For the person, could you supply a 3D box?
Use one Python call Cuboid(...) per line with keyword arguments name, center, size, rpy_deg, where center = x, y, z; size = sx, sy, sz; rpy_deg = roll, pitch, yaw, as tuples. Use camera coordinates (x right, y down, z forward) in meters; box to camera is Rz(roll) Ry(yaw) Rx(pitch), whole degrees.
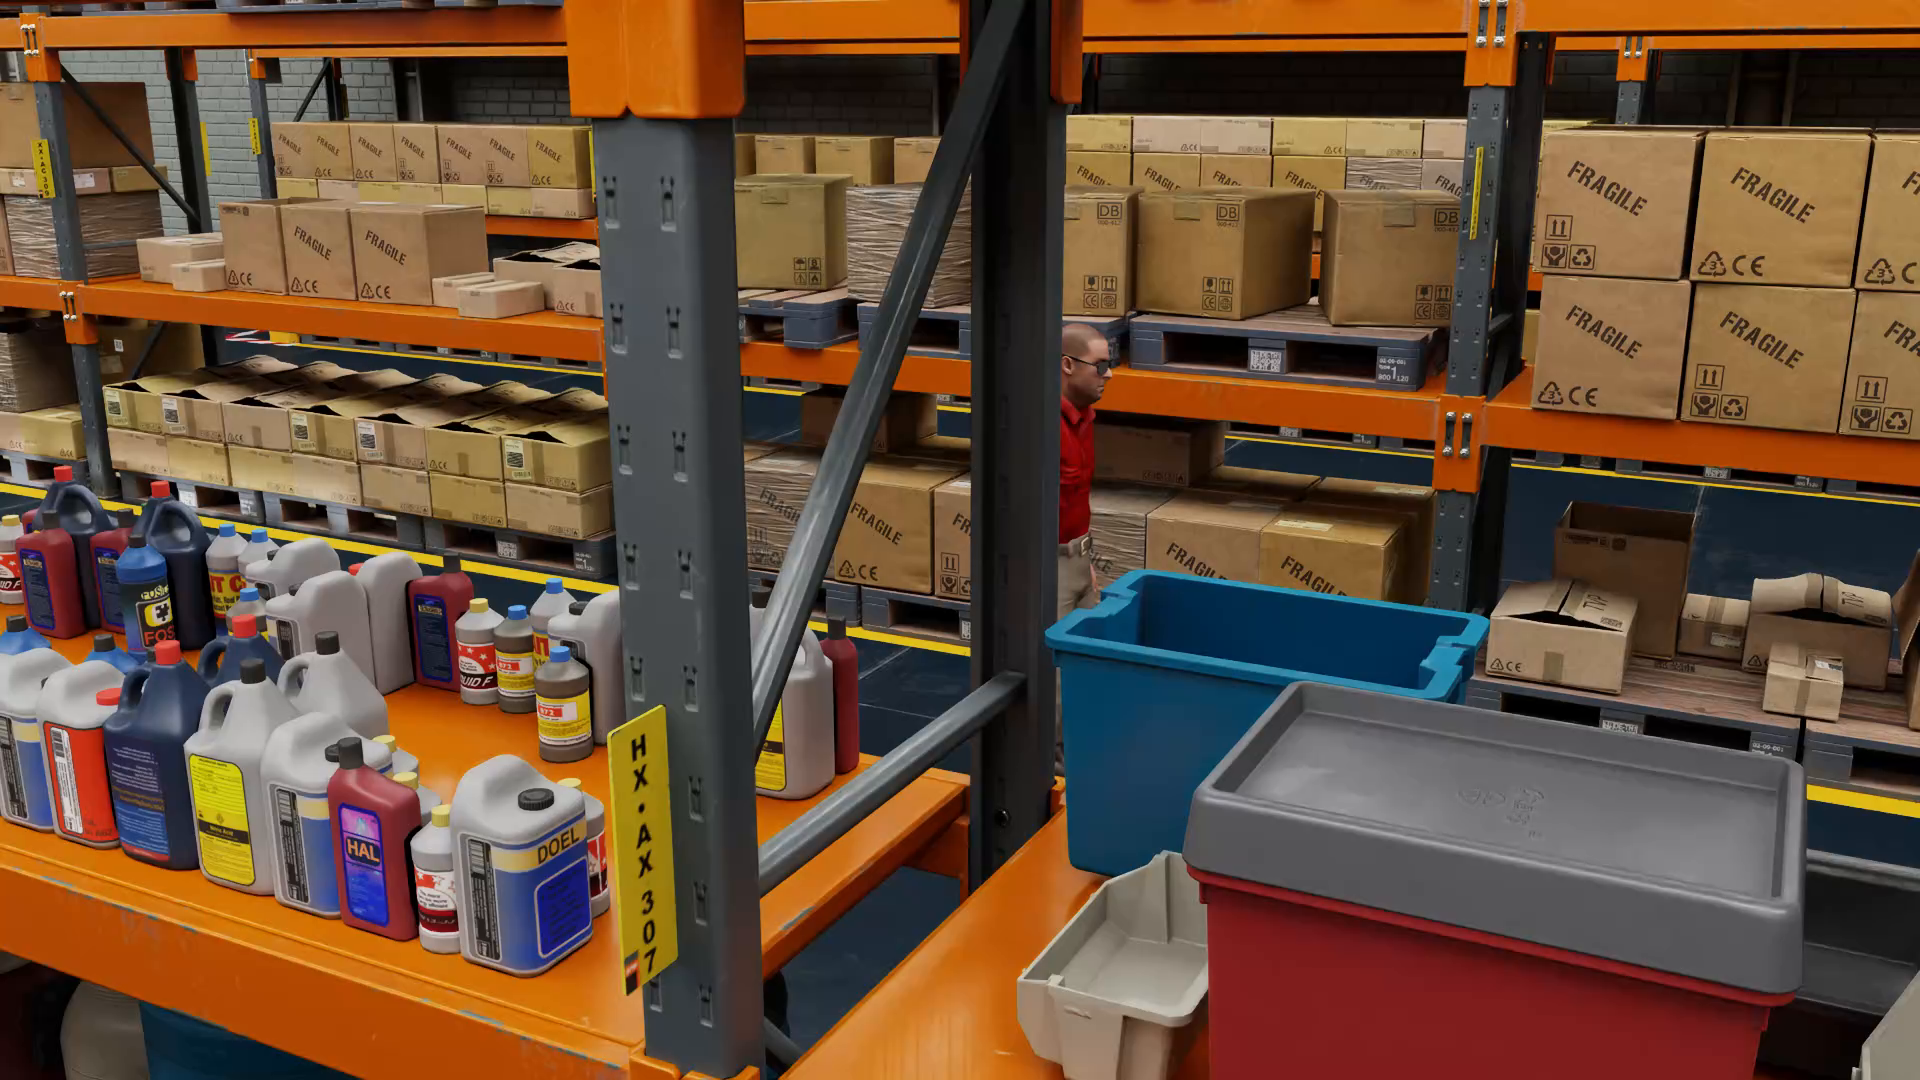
Cuboid(name="person", center=(0.313, 0.137, 5.565), size=(0.394, 1.726, 0.605), rpy_deg=(7, 17, 22))
